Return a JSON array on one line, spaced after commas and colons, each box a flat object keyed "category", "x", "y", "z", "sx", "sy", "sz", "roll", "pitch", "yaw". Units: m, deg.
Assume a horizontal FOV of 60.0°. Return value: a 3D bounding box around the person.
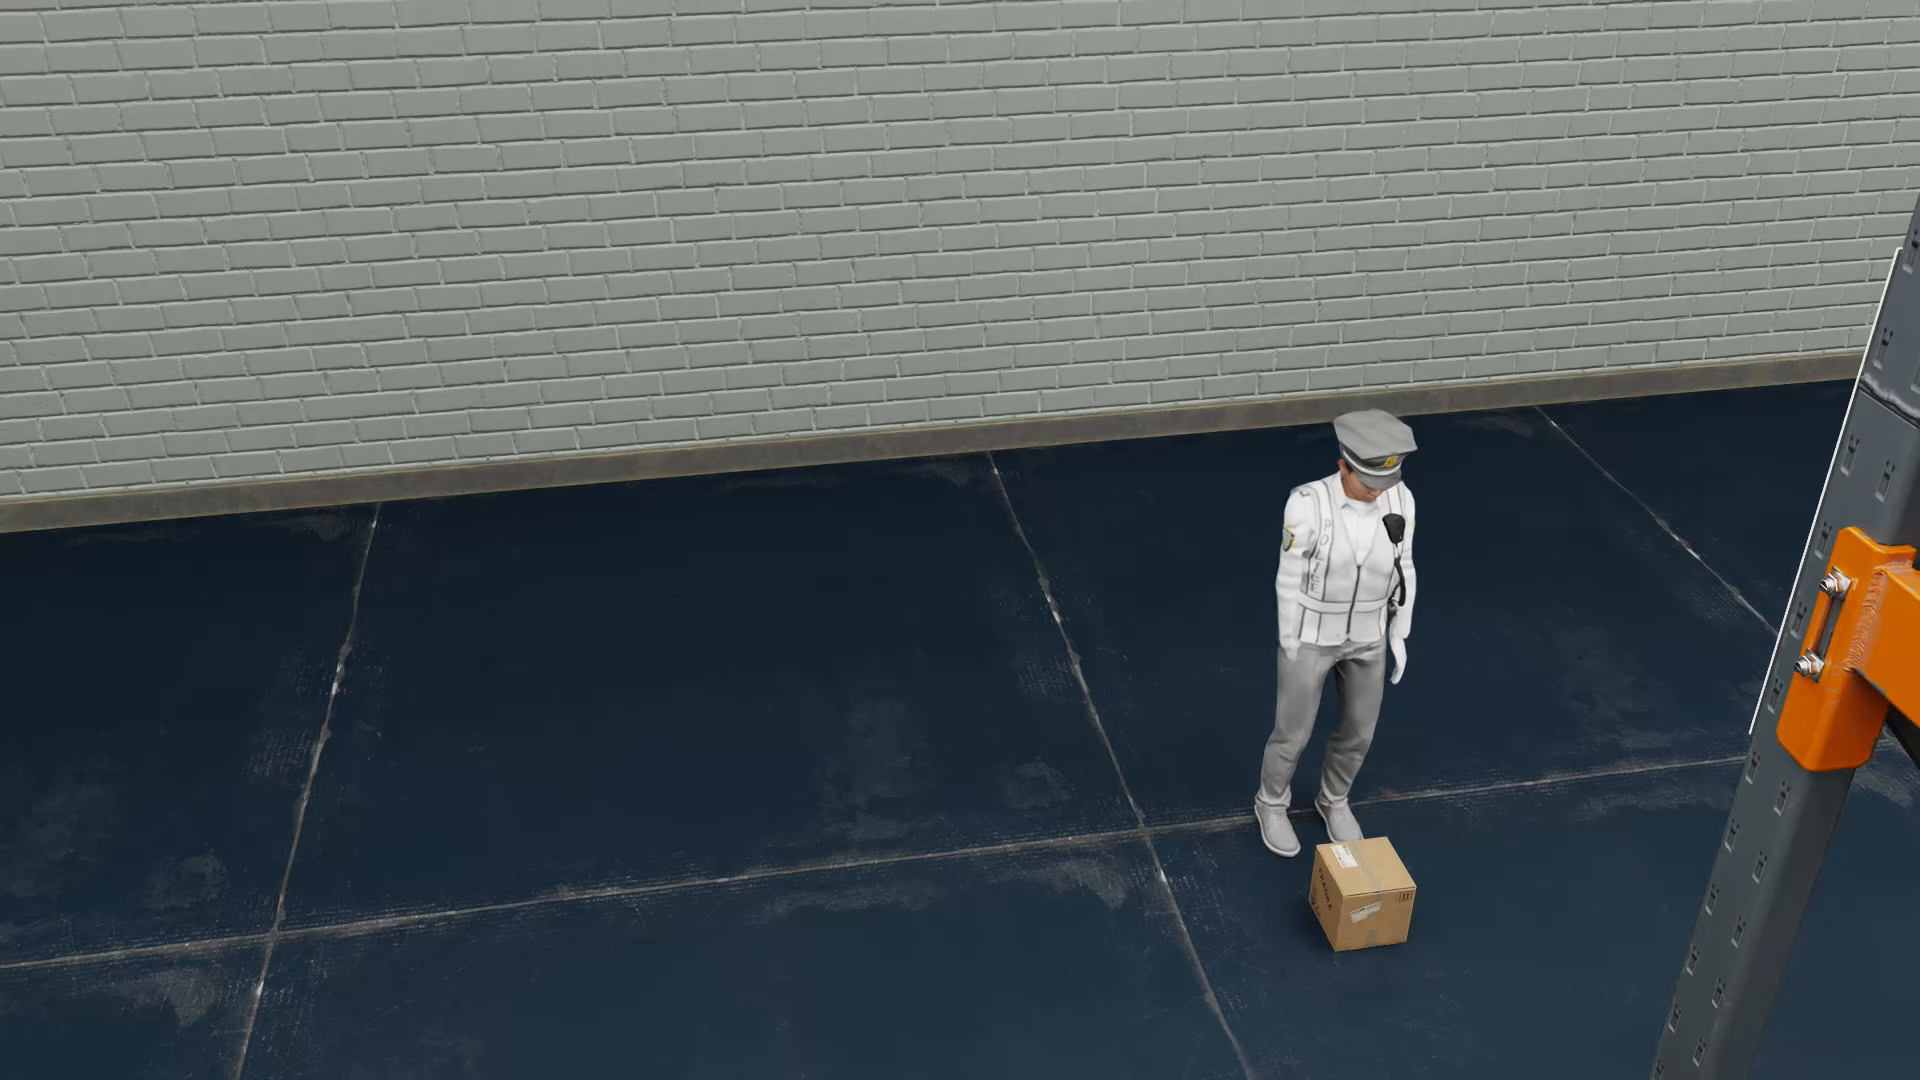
[{"category": "person", "x": 1.277, "y": 0.332, "z": 5.589, "sx": 0.477, "sy": 1.659, "sz": 0.338, "roll": -5, "pitch": 31, "yaw": -8}]
